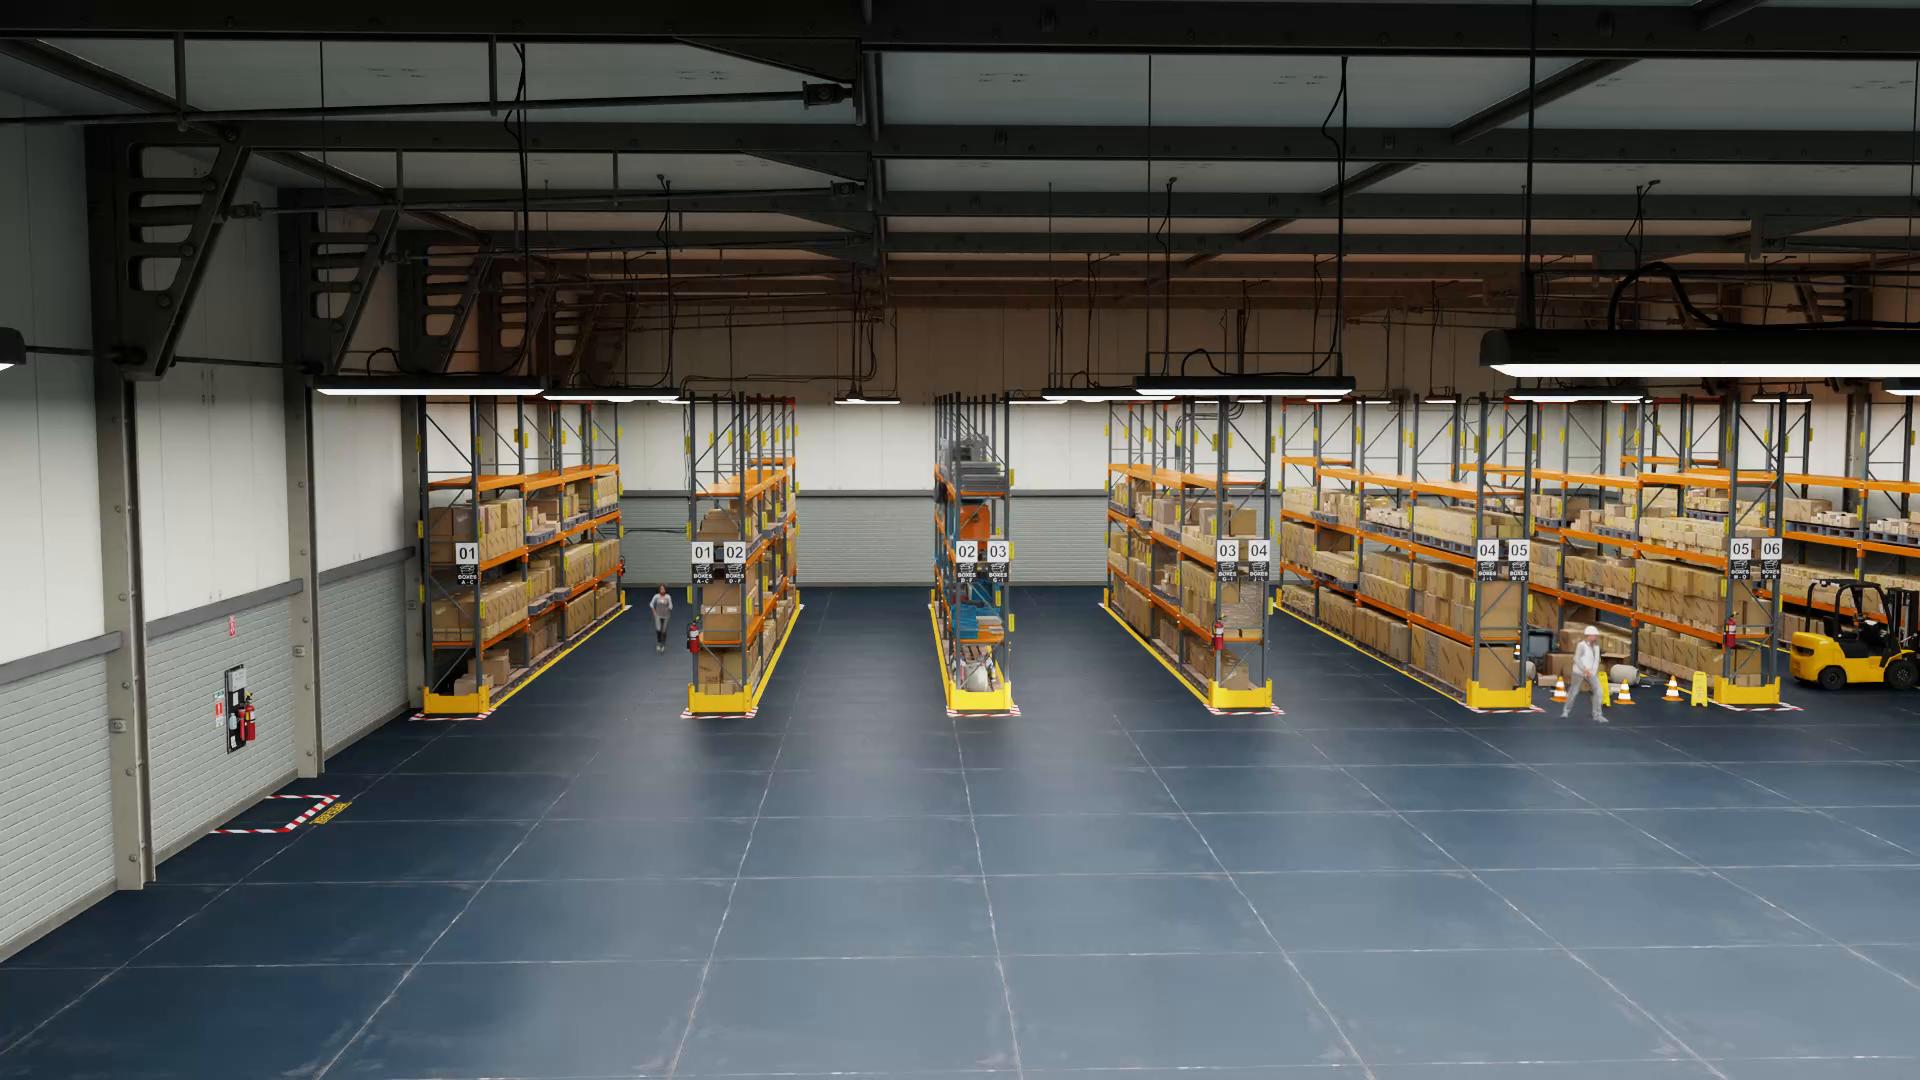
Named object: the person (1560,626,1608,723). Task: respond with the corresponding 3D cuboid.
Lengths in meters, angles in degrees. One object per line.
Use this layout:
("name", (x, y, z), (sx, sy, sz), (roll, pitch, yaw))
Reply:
("person", (11.368, 2.415, 30.199), (0.652, 1.721, 0.835), (-1, 5, -17))

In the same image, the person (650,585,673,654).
("person", (-6.934, 1.833, 38.659), (0.520, 1.603, 0.671), (-1, 5, -12))
